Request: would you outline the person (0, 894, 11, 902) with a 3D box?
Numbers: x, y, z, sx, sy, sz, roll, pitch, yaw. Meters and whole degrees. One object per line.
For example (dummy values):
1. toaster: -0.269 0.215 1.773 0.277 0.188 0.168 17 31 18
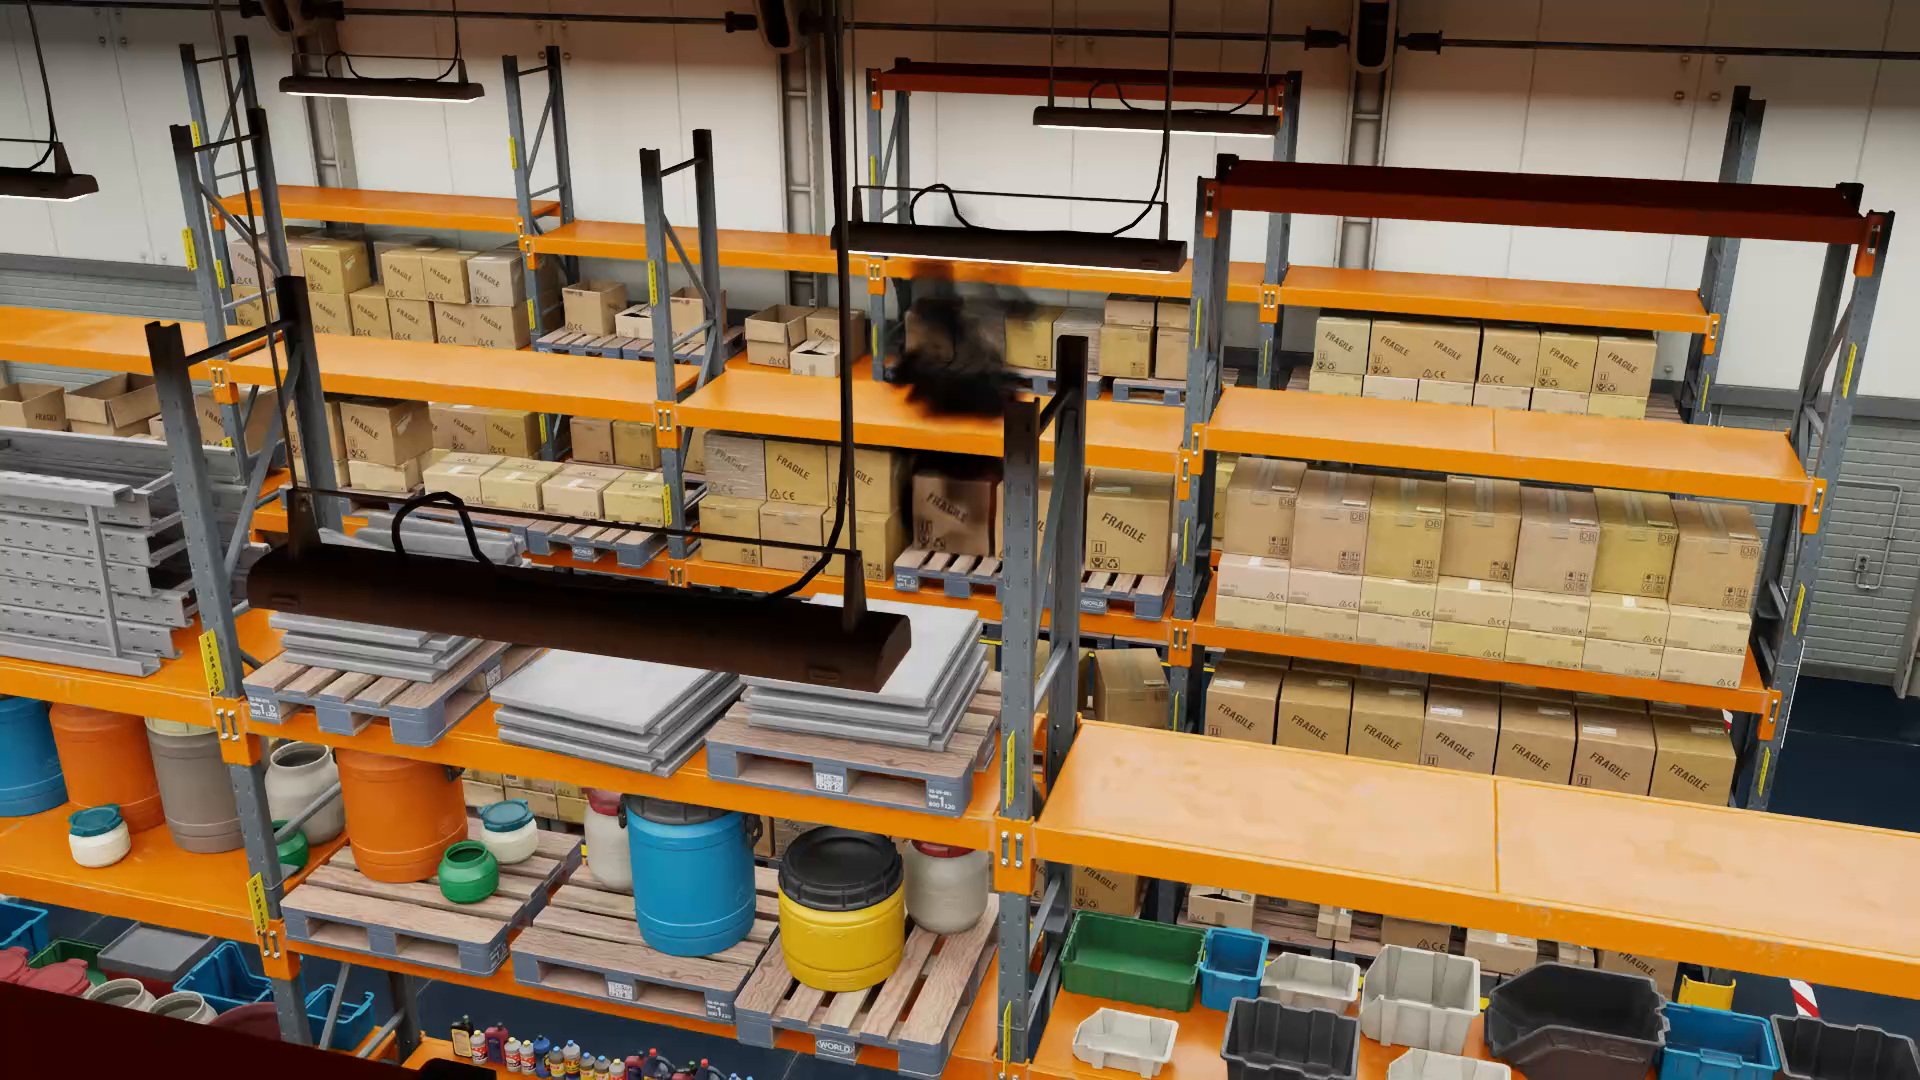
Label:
1. person: -7.788 2.402 12.885 0.597 1.618 0.580 1 23 2
